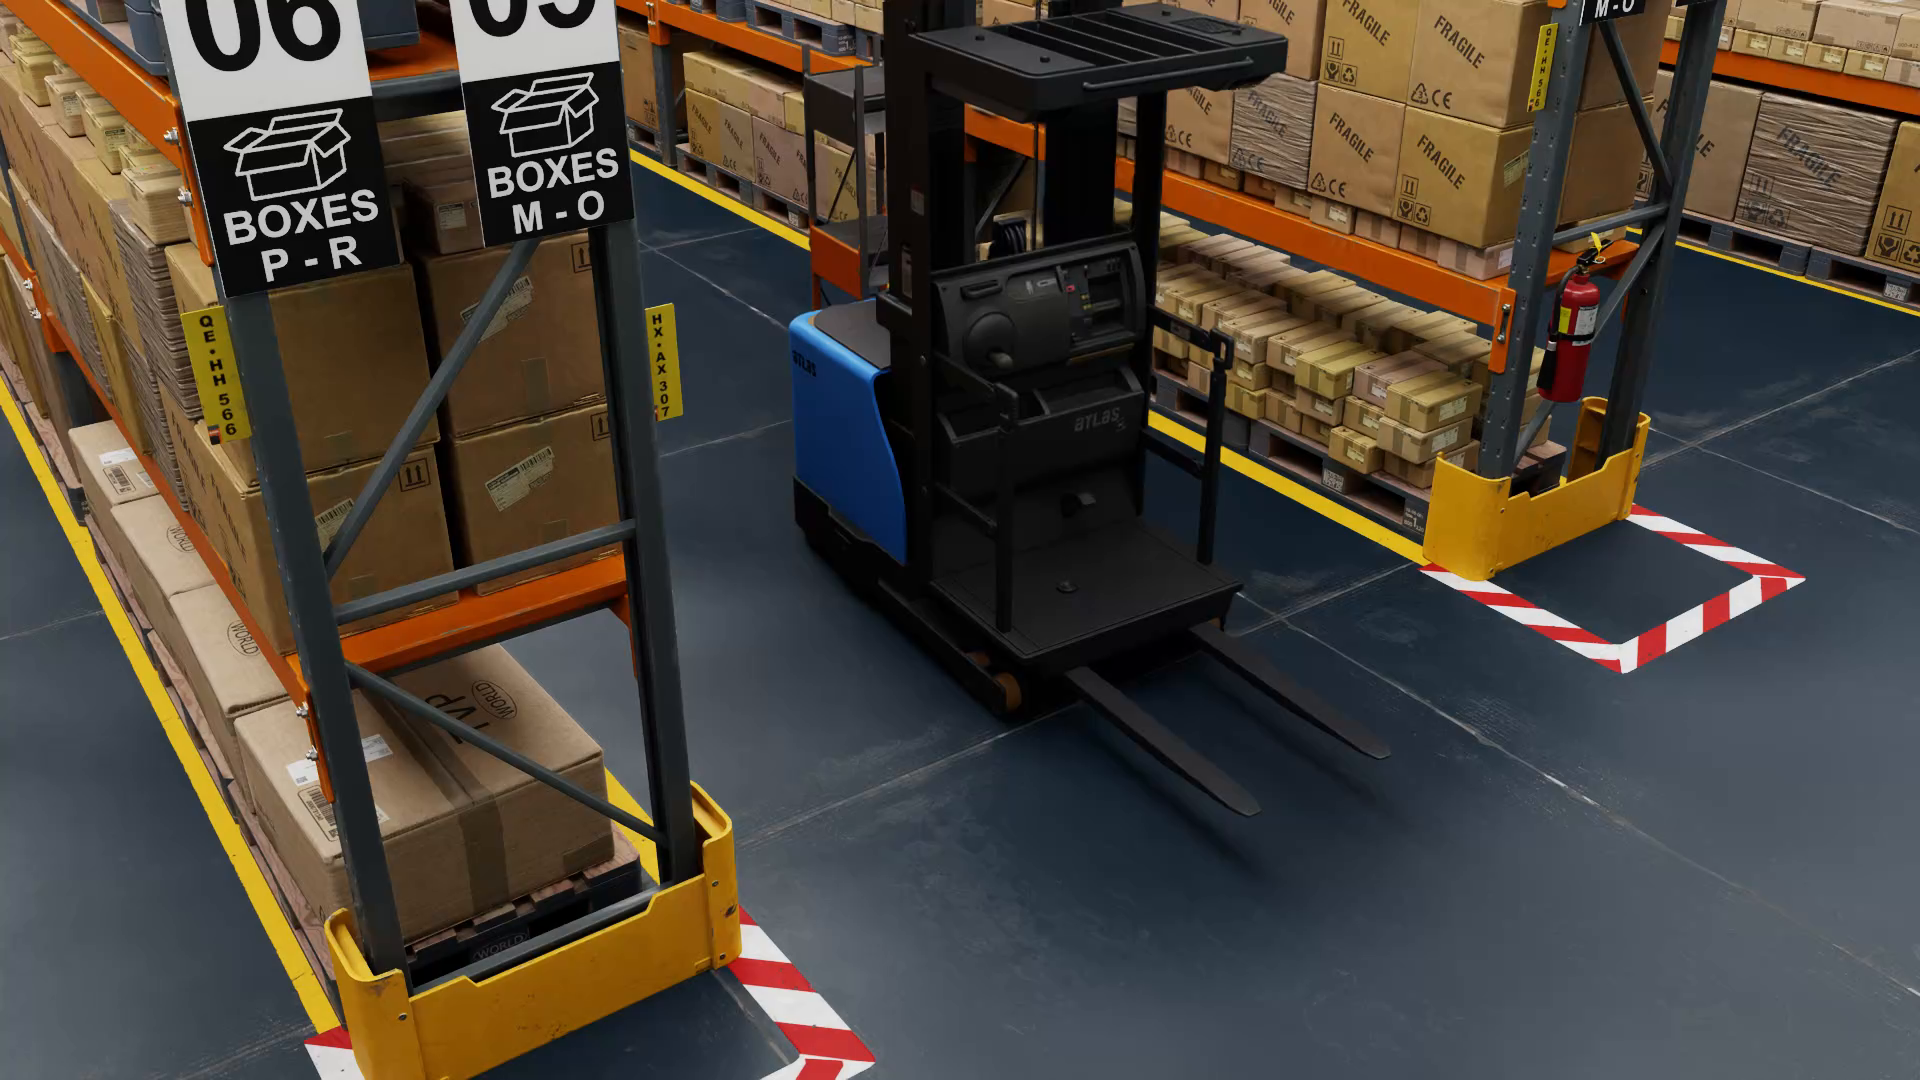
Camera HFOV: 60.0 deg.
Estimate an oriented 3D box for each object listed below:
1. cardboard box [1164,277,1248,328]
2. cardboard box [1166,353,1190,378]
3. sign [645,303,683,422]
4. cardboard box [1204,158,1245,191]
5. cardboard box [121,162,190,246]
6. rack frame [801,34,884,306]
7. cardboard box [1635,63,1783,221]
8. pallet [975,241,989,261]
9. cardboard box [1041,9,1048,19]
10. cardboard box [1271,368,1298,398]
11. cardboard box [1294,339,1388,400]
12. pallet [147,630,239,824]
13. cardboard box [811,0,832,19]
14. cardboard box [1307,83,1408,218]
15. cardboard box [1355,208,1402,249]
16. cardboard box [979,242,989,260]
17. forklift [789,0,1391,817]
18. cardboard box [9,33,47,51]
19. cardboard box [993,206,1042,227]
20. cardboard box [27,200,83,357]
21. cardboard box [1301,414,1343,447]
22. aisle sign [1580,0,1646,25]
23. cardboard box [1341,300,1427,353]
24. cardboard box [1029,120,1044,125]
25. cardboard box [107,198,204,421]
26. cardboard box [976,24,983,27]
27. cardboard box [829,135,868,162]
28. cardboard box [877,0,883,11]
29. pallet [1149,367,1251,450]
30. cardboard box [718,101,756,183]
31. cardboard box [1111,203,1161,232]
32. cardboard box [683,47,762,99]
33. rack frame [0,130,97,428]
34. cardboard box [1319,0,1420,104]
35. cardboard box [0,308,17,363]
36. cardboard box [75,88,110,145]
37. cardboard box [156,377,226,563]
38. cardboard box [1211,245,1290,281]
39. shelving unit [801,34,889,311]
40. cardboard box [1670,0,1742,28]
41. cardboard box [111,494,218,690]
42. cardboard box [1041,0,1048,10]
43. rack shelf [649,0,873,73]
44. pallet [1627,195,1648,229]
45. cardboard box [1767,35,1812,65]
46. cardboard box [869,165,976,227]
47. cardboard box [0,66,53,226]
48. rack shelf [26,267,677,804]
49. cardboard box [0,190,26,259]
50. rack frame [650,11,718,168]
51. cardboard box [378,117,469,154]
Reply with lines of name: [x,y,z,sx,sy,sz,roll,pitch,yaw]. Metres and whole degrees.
cardboard box: [1.308,-1.262,8.854,0.380,0.149,0.250,-19,34,-30]
cardboard box: [1.341,-1.001,8.998,0.380,0.149,0.250,-18,33,-29]
sign: [-0.807,-0.476,4.494,0.100,0.325,0.005,-19,34,-31]
cardboard box: [1.449,-1.881,8.334,0.380,0.149,0.250,-18,33,-30]
cardboard box: [-2.019,-0.931,4.490,0.380,0.149,0.250,-19,34,-31]
rack frame: [-0.537,-1.343,8.023,0.400,2.100,0.015,-17,33,-28]
cardboard box: [5.330,-2.830,11.605,0.875,0.875,0.875,-19,34,-31]
pallet: [-0.062,-1.951,11.122,1.003,0.211,1.213,-19,34,-31]
cardboard box: [0.766,-2.596,8.971,0.500,0.500,0.500,-19,34,-31]
cardboard box: [1.798,-0.842,8.394,0.380,0.149,0.250,-19,34,-31]
cardboard box: [1.845,-0.827,8.054,0.380,0.149,0.250,-20,34,-32]
pallet: [-2.493,0.553,6.511,1.003,0.211,1.213,-19,34,-31]
cardboard box: [-0.759,-3.554,10.974,0.380,0.149,0.250,-17,33,-29]
cardboard box: [1.947,-1.799,7.503,0.500,0.500,0.500,-19,34,-31]
cardboard box: [2.021,-1.458,7.554,0.380,0.149,0.250,-19,34,-31]
cardboard box: [0.341,-1.707,9.986,0.380,0.149,0.250,-17,33,-28]
forklift: [0.441,-0.860,6.263,1.130,2.935,3.031,-17,33,-28]
cardboard box: [-3.172,-1.742,5.982,0.380,0.149,0.250,-19,34,-31]
cardboard box: [0.422,-1.876,9.985,0.380,0.149,0.250,-17,33,-29]
cardboard box: [-3.235,-1.057,6.448,0.500,0.500,0.500,-19,34,-30]
cardboard box: [1.921,-0.596,8.252,0.380,0.149,0.250,-19,34,-31]
aisle sign: [2.509,-2.350,6.211,0.394,0.787,0.004,-19,34,-31]
cardboard box: [2.173,-1.091,8.540,0.380,0.149,0.250,-21,35,-33]
cardboard box: [0.499,-2.483,9.443,0.380,0.149,0.250,-18,33,-29]
cardboard box: [-2.063,-0.710,4.761,0.500,0.500,0.500,-19,34,-30]
cardboard box: [0.000,-3.048,10.043,0.380,0.149,0.250,-20,34,-32]
cardboard box: [-0.534,-2.713,10.996,0.500,0.250,0.500,-17,33,-28]
cardboard box: [-0.296,-3.379,10.339,0.380,0.149,0.250,-17,33,-29]
pallet: [1.521,-0.923,9.228,1.003,0.211,1.213,-19,34,-31]
cardboard box: [-1.432,-2.975,12.265,0.500,0.500,0.500,-18,33,-30]
cardboard box: [0.990,-1.913,10.053,0.380,0.149,0.250,-18,33,-30]
cardboard box: [-1.726,-3.510,12.463,0.500,0.250,0.500,-20,35,-33]
rack frame: [-3.582,-1.465,7.304,1.000,3.000,0.127,-19,34,-31]
cardboard box: [1.949,-2.239,7.266,0.500,0.500,0.500,-20,34,-32]
cardboard box: [-5.056,-1.631,9.397,0.875,0.875,0.875,-18,33,-30]
cardboard box: [-2.555,-1.350,5.261,0.380,0.149,0.250,-18,33,-29]
cardboard box: [-2.036,-0.267,4.994,0.500,0.500,0.500,-20,34,-32]
cardboard box: [1.626,-1.515,9.319,0.380,0.149,0.250,-20,34,-32]
shelving unit: [-0.406,-1.244,7.841,0.431,2.100,0.503,-17,33,-28]
cardboard box: [5.139,-3.623,11.124,0.500,0.250,0.500,-18,33,-29]
cardboard box: [-2.786,0.098,6.671,0.875,0.438,0.875,-20,34,-32]
cardboard box: [0.767,-3.048,8.756,0.500,0.500,0.500,-20,34,-32]
rack shelf: [-0.769,-3.336,11.503,1.077,0.370,4.000,-19,34,-31]
pallet: [4.867,-2.665,12.437,1.003,0.211,1.213,-19,34,-31]
cardboard box: [5.449,-3.184,10.733,0.380,0.149,0.250,-18,33,-30]
cardboard box: [-0.243,-2.178,10.797,0.500,0.500,0.500,-19,34,-32]
cardboard box: [-3.216,-1.498,6.212,0.500,0.500,0.500,-19,34,-31]
rack shelf: [-2.422,-0.371,6.044,1.077,0.370,4.000,-19,34,-31]
cardboard box: [-4.048,-1.503,7.532,0.500,0.250,0.500,-20,34,-32]
rack frame: [-1.929,-4.429,12.763,1.000,3.000,0.127,-19,34,-31]
cardboard box: [-1.510,-1.108,4.814,0.380,0.149,0.250,-18,33,-29]
